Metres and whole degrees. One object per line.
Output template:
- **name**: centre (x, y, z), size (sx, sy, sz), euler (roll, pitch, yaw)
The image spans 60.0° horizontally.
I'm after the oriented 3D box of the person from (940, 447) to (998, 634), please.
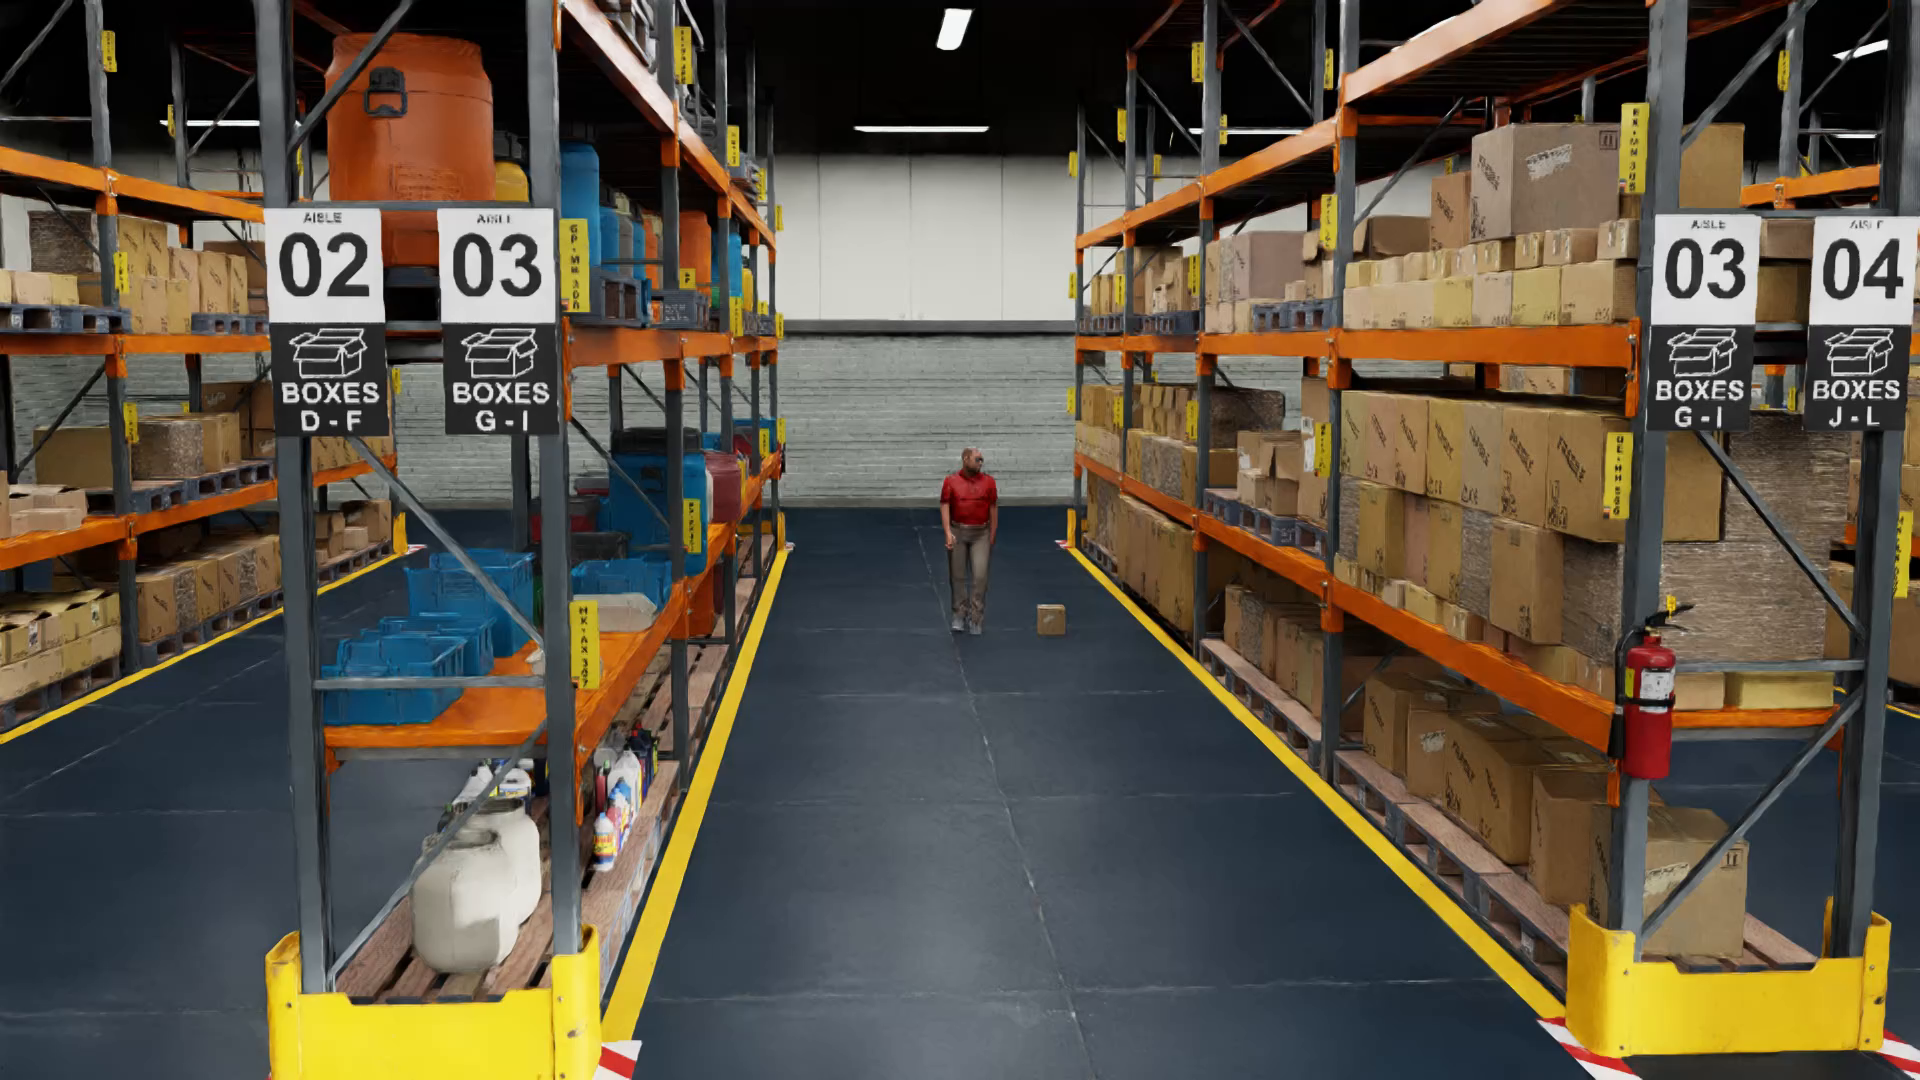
- **person**: centre (0.093, 0.040, 15.726), size (0.559, 1.840, 0.441), euler (-1, 7, -4)
